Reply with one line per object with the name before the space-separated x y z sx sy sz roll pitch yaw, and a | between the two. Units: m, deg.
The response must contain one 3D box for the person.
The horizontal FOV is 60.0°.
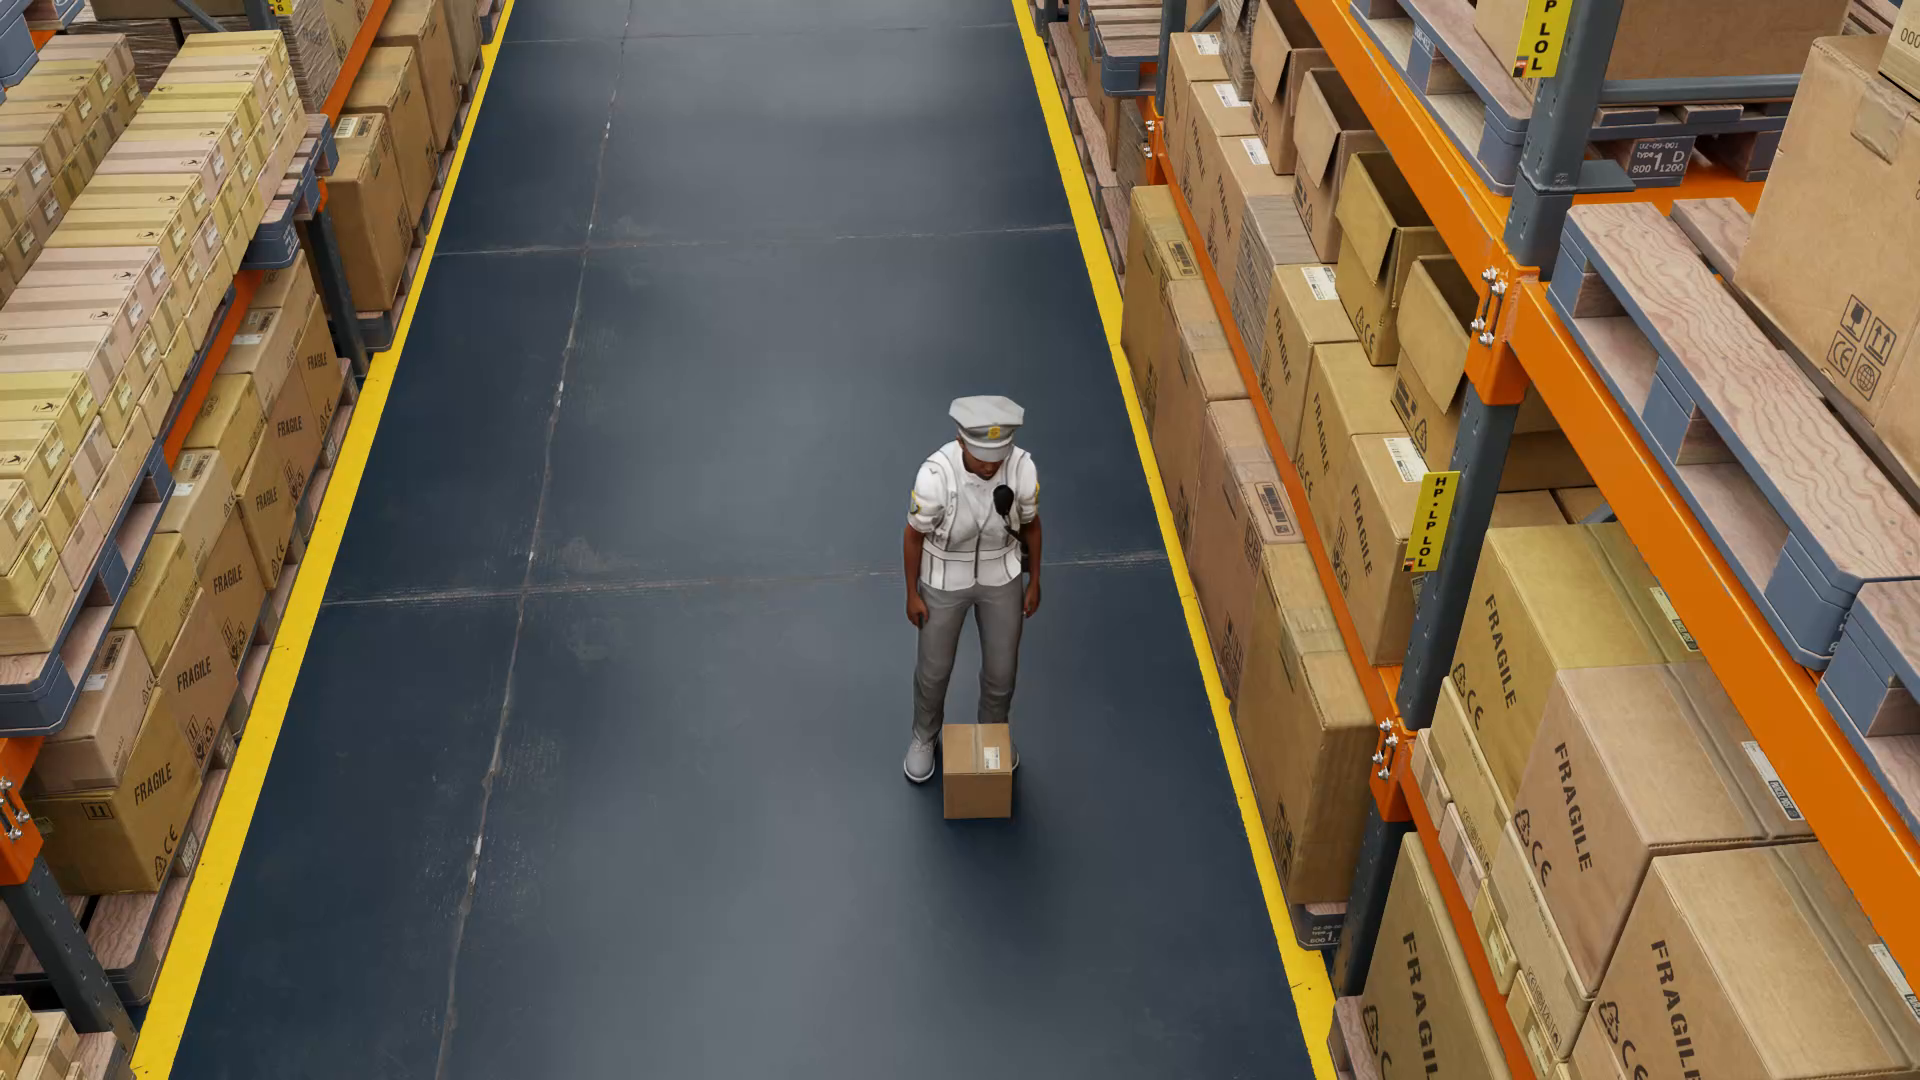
person | 0.035 0.168 5.950 0.530 1.659 0.398 -5 40 -7
